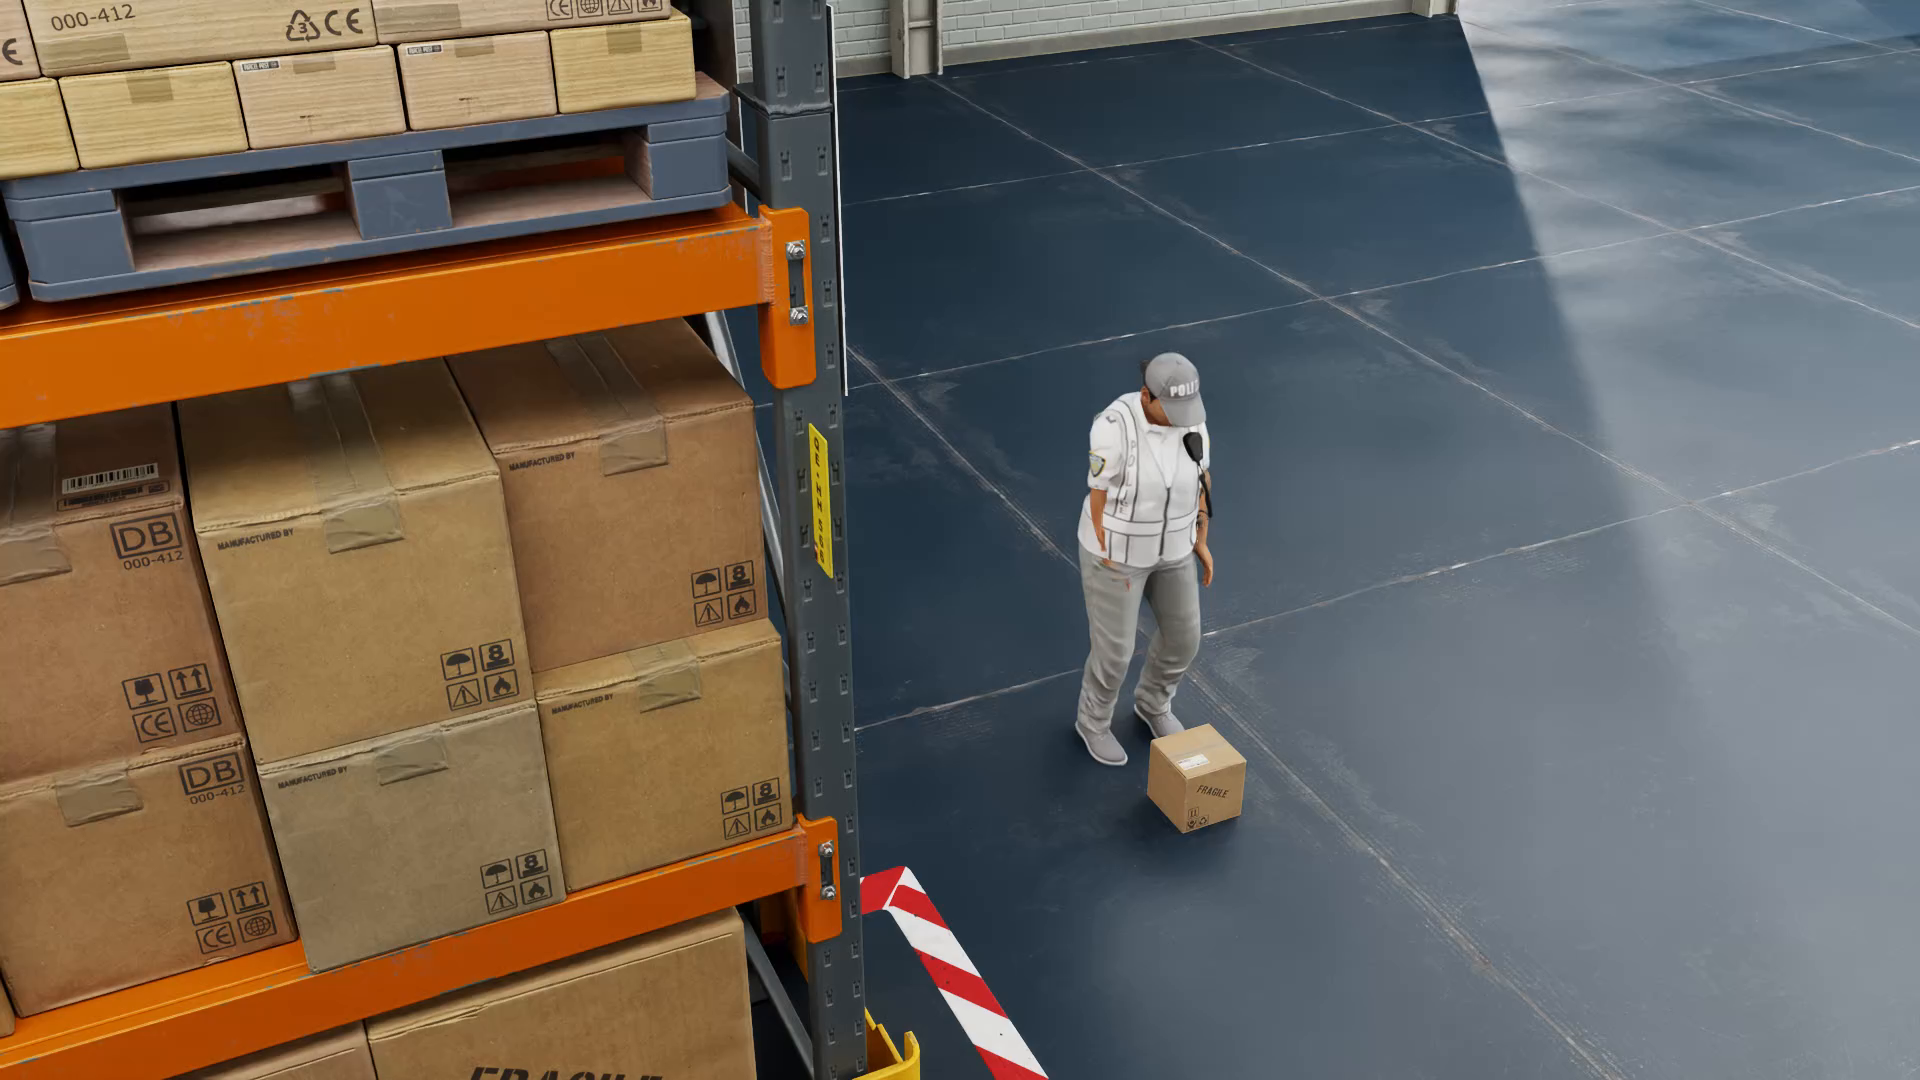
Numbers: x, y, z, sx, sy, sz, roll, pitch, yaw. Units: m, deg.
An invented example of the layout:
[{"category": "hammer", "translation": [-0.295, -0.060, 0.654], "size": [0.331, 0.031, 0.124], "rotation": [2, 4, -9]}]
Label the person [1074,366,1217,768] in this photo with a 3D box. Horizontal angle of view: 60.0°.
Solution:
[{"category": "person", "translation": [0.693, 0.071, 6.082], "size": [0.504, 1.600, 0.513], "rotation": [-12, 32, -21]}]
